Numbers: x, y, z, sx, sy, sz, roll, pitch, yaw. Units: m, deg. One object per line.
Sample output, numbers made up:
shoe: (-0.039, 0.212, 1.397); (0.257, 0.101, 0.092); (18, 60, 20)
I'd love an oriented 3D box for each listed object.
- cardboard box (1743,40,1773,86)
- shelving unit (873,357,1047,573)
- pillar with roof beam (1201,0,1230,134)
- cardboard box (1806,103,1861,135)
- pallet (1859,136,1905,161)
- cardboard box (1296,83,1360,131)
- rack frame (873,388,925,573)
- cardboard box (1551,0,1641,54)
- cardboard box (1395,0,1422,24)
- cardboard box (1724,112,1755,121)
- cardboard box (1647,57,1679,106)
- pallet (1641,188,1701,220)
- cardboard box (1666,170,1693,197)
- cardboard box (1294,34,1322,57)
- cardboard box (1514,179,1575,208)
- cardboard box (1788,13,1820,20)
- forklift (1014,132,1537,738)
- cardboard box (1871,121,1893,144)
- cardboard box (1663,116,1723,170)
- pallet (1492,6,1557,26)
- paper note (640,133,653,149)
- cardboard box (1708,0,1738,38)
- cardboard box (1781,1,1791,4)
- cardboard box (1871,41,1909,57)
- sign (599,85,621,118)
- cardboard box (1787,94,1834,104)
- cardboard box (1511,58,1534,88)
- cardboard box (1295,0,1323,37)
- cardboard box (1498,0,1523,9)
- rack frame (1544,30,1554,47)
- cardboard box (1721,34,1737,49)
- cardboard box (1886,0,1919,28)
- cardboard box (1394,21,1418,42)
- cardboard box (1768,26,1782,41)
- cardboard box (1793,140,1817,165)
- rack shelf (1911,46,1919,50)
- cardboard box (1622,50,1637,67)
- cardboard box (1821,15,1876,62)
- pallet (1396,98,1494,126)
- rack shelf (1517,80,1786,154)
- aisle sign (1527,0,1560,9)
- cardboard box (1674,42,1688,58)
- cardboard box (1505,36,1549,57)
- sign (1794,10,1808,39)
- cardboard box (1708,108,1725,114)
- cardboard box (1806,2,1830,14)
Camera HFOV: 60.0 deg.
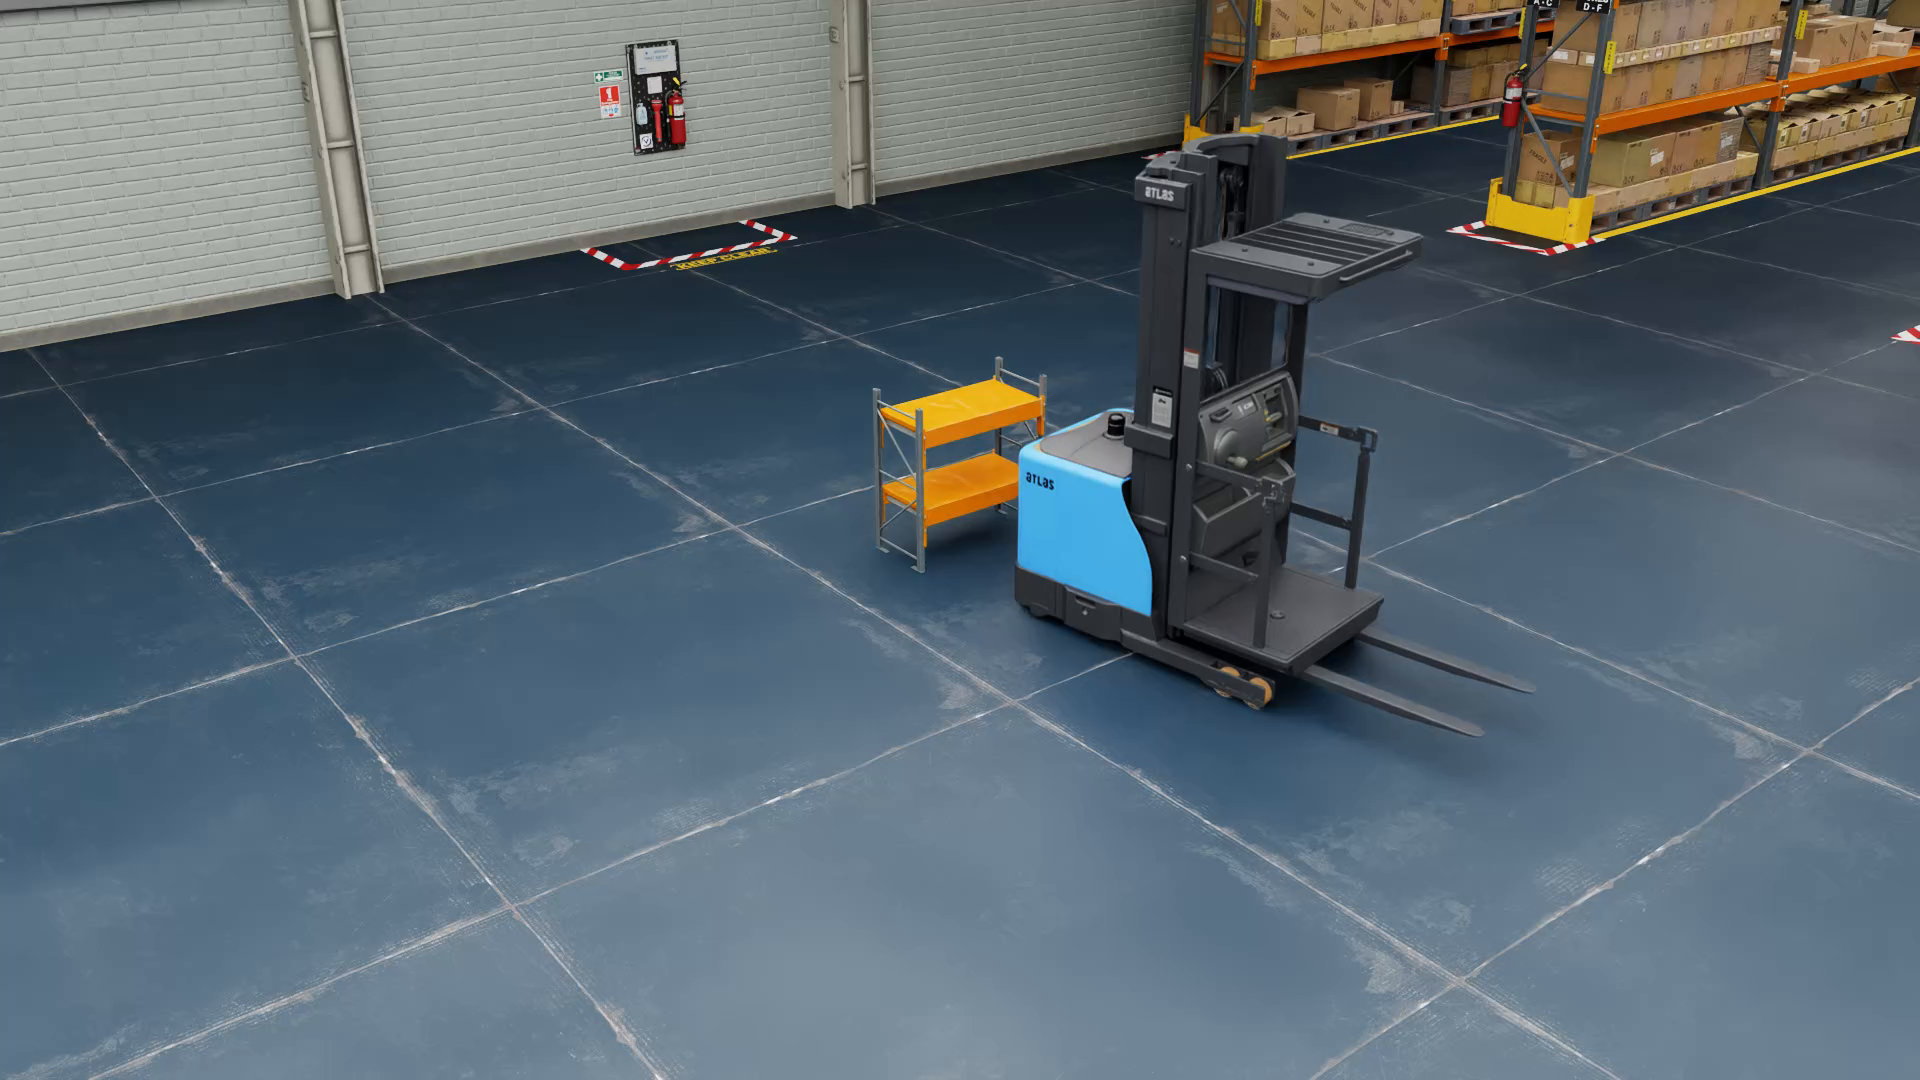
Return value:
cardboard box: (9.308, -5.807, 20.080); (0.500, 0.500, 0.700); (-19, 31, -35)
shelving unit: (0.005, -0.512, 11.017); (1.048, 1.125, 0.538); (-18, 31, -34)
pillar with roof beam: (6.120, -8.243, 18.322); (0.400, 9.000, 9.100); (-18, 31, -34)
cardboard box: (11.341, -5.501, 21.641); (0.500, 0.311, 0.500); (-17, 30, -33)
pallet: (12.129, -5.452, 22.747); (1.213, 0.211, 1.003); (-18, 31, -34)
cardboard box: (5.103, -6.018, 23.100); (0.500, 0.500, 0.700); (-21, 32, -37)
rack frame: (-0.395, -0.380, 10.732); (0.032, 1.125, 0.500); (-18, 31, -34)
cardboard box: (6.923, -5.604, 18.103); (0.500, 0.500, 0.700); (-18, 30, -34)
cardboard box: (6.023, -7.443, 22.989); (0.500, 0.500, 0.500); (-18, 31, -34)
cardboard box: (9.795, -5.277, 21.158); (0.500, 0.311, 0.500); (-18, 31, -34)
cardboard box: (7.686, -5.267, 18.917); (0.500, 0.500, 0.700); (-18, 30, -34)
pallet: (8.041, -4.103, 19.839); (1.213, 0.211, 1.003); (-18, 31, -34)
cardboard box: (8.246, -4.238, 19.585); (0.500, 0.250, 0.500); (-18, 31, -34)
cardboard box: (4.426, -6.582, 22.024); (0.500, 0.250, 0.500); (-19, 31, -36)
cardboard box: (6.745, -4.020, 19.117); (0.500, 0.250, 0.500); (-18, 31, -34)
cardboard box: (15.154, -9.348, 30.299); (0.500, 0.500, 0.700); (-18, 31, -34)
forklift: (1.770, -0.644, 9.155); (3.031, 2.935, 1.130); (21, 32, 37)
cardboard box: (12.134, -5.509, 22.324); (0.500, 0.250, 0.500); (-19, 31, -35)
cardboard box: (8.632, -4.712, 19.717); (0.500, 0.500, 0.500); (-18, 31, -34)
pallet: (8.209, -7.943, 25.030); (1.213, 0.211, 1.003); (-18, 31, -34)
paper note: (-3.408, -4.338, 18.080); (0.142, 0.148, 0.016); (-18, 31, -34)
cardboard box: (8.517, -6.134, 19.244); (0.500, 0.500, 0.700); (-18, 31, -34)
cardboard box: (15.125, -9.739, 30.371); (0.250, 0.149, 0.380); (-18, 30, -34)
cardboard box: (12.264, -6.479, 21.945); (0.250, 0.149, 0.380); (-18, 31, -34)
sign: (-3.725, -4.667, 17.701); (0.234, 0.329, 0.001); (-18, 31, -34)
cardboard box: (11.397, -5.806, 22.298); (0.500, 0.311, 0.500); (-19, 31, -35)
cardboard box: (8.356, -7.186, 25.617); (0.500, 0.500, 0.700); (-18, 31, -34)
cardboard box: (4.402, -6.911, 21.841); (0.500, 0.500, 0.500); (-18, 30, -34)
cardboard box: (7.958, -8.209, 24.733); (0.500, 0.500, 0.700); (-14, 28, -27)
rack frame: (9.741, -8.558, 26.127); (0.127, 3.000, 1.000); (-18, 31, -34)
cardboard box: (8.770, -5.813, 19.323); (0.250, 0.149, 0.380); (-18, 31, -34)
cardboard box: (13.227, -7.355, 22.916); (0.700, 0.500, 0.500); (15, 29, 29)
cardboard box: (6.011, -7.110, 23.161); (0.500, 0.250, 0.500); (-18, 30, -34)
cardboard box: (9.572, -6.077, 19.891); (0.250, 0.149, 0.380); (-18, 31, -34)
cardboard box: (10.527, -4.977, 21.179); (0.500, 0.250, 0.500); (-17, 30, -33)
rack shelf: (14.375, -7.111, 23.864); (4.000, 0.370, 1.077); (-18, 31, -34)
cardboard box: (7.154, -5.279, 18.173); (0.250, 0.149, 0.380); (-19, 31, -35)
cardboard box: (11.491, -6.522, 21.621); (0.500, 0.500, 0.500); (-20, 32, -37)
pallet: (7.206, -6.457, 24.912); (1.213, 0.211, 1.003); (-18, 31, -34)
rack shelf: (8.080, -5.033, 19.386); (4.000, 0.370, 1.077); (-18, 31, -34)
aisle sign: (6.273, -6.099, 17.741); (0.004, 0.787, 0.394); (-18, 31, -34)
cardboard box: (7.960, -5.545, 18.746); (0.250, 0.149, 0.380); (-19, 31, -35)
cardboard box: (8.720, -7.632, 25.688); (0.500, 0.250, 0.500); (-18, 30, -33)
sign: (9.997, -6.124, 19.760); (0.005, 0.325, 0.100); (-18, 31, -34)
cardboard box: (9.095, -5.146, 20.651); (0.500, 0.500, 0.500); (-18, 31, -34)
cardboard box: (15.559, -9.678, 30.241); (0.250, 0.149, 0.380); (-19, 31, -35)
